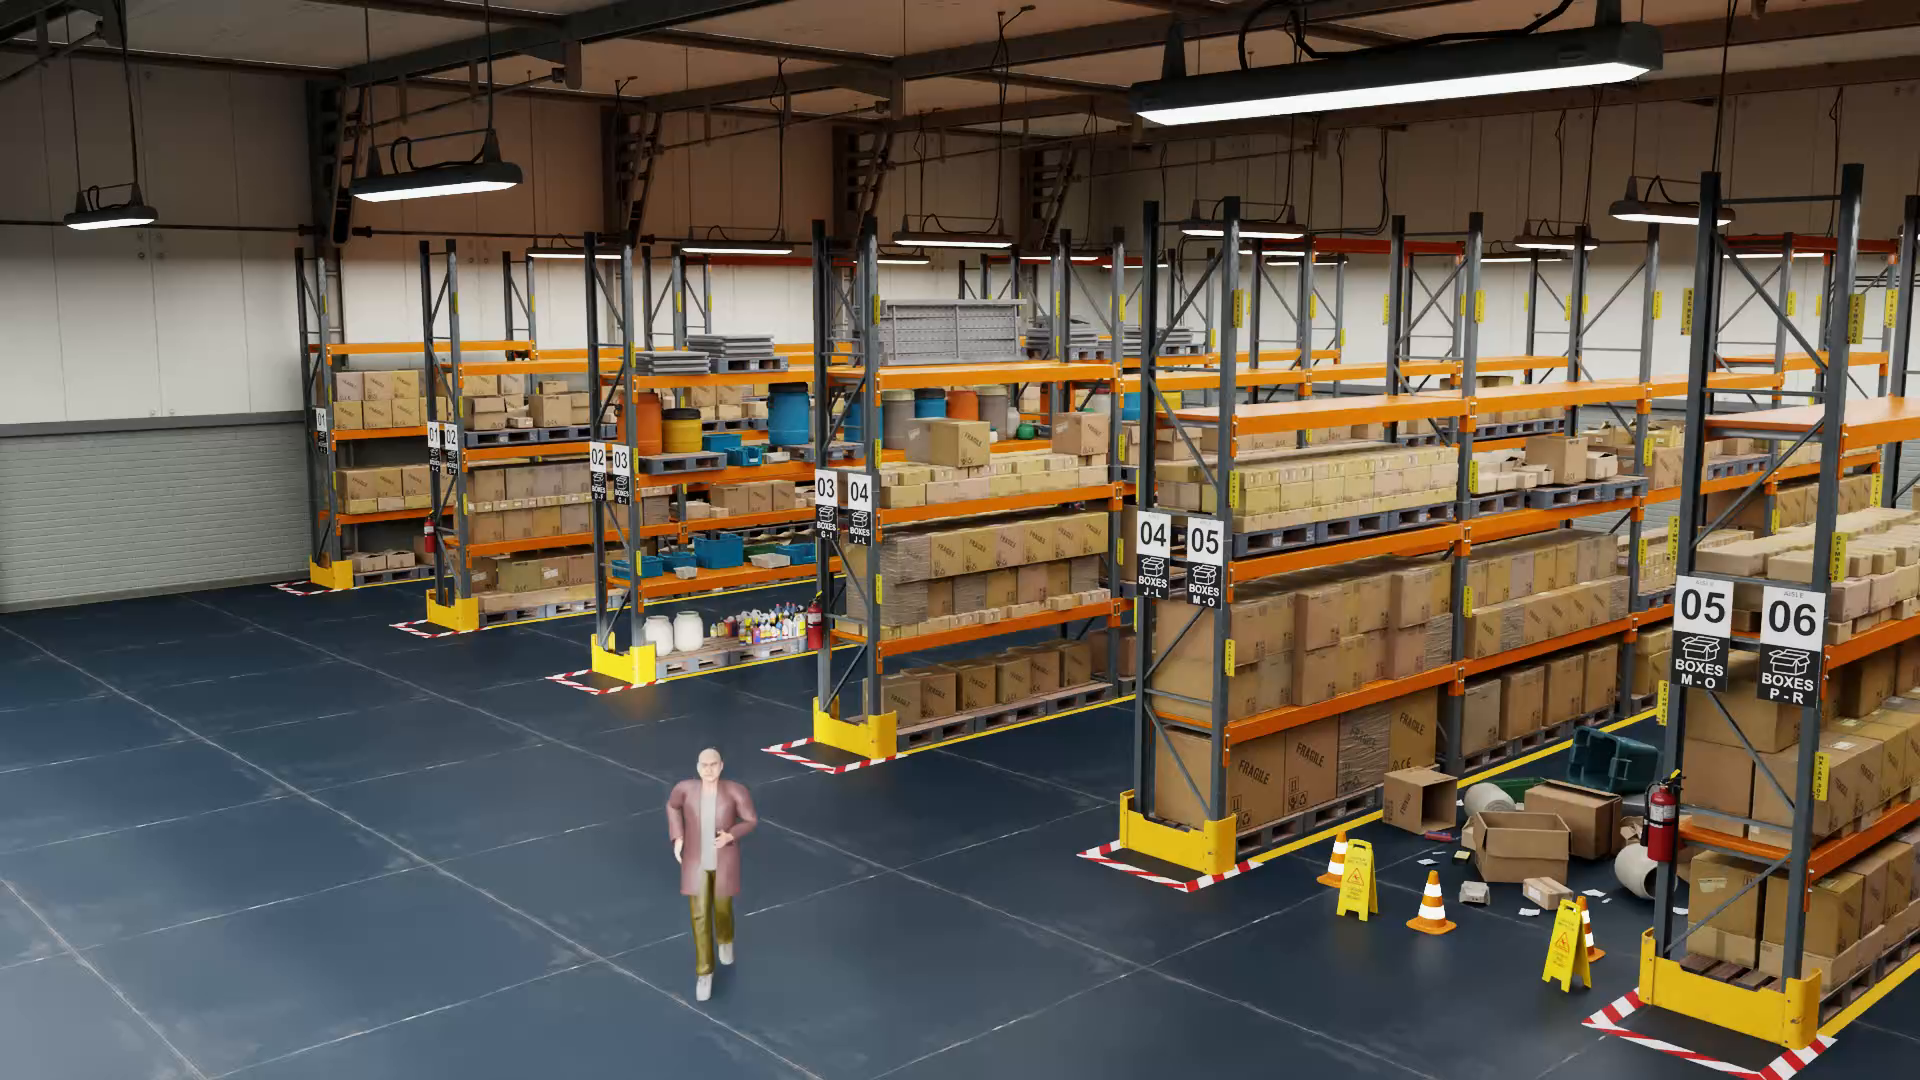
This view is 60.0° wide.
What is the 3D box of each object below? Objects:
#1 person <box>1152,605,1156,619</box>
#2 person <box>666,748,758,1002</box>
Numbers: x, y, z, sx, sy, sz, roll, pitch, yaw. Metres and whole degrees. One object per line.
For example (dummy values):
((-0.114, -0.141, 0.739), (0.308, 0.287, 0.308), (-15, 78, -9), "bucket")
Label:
((2.900, 0.424, 25.019), (0.572, 1.611, 0.525), (8, 12, 44), "person")
((-1.876, 2.453, 12.573), (0.707, 1.804, 0.907), (-1, 8, -4), "person")
